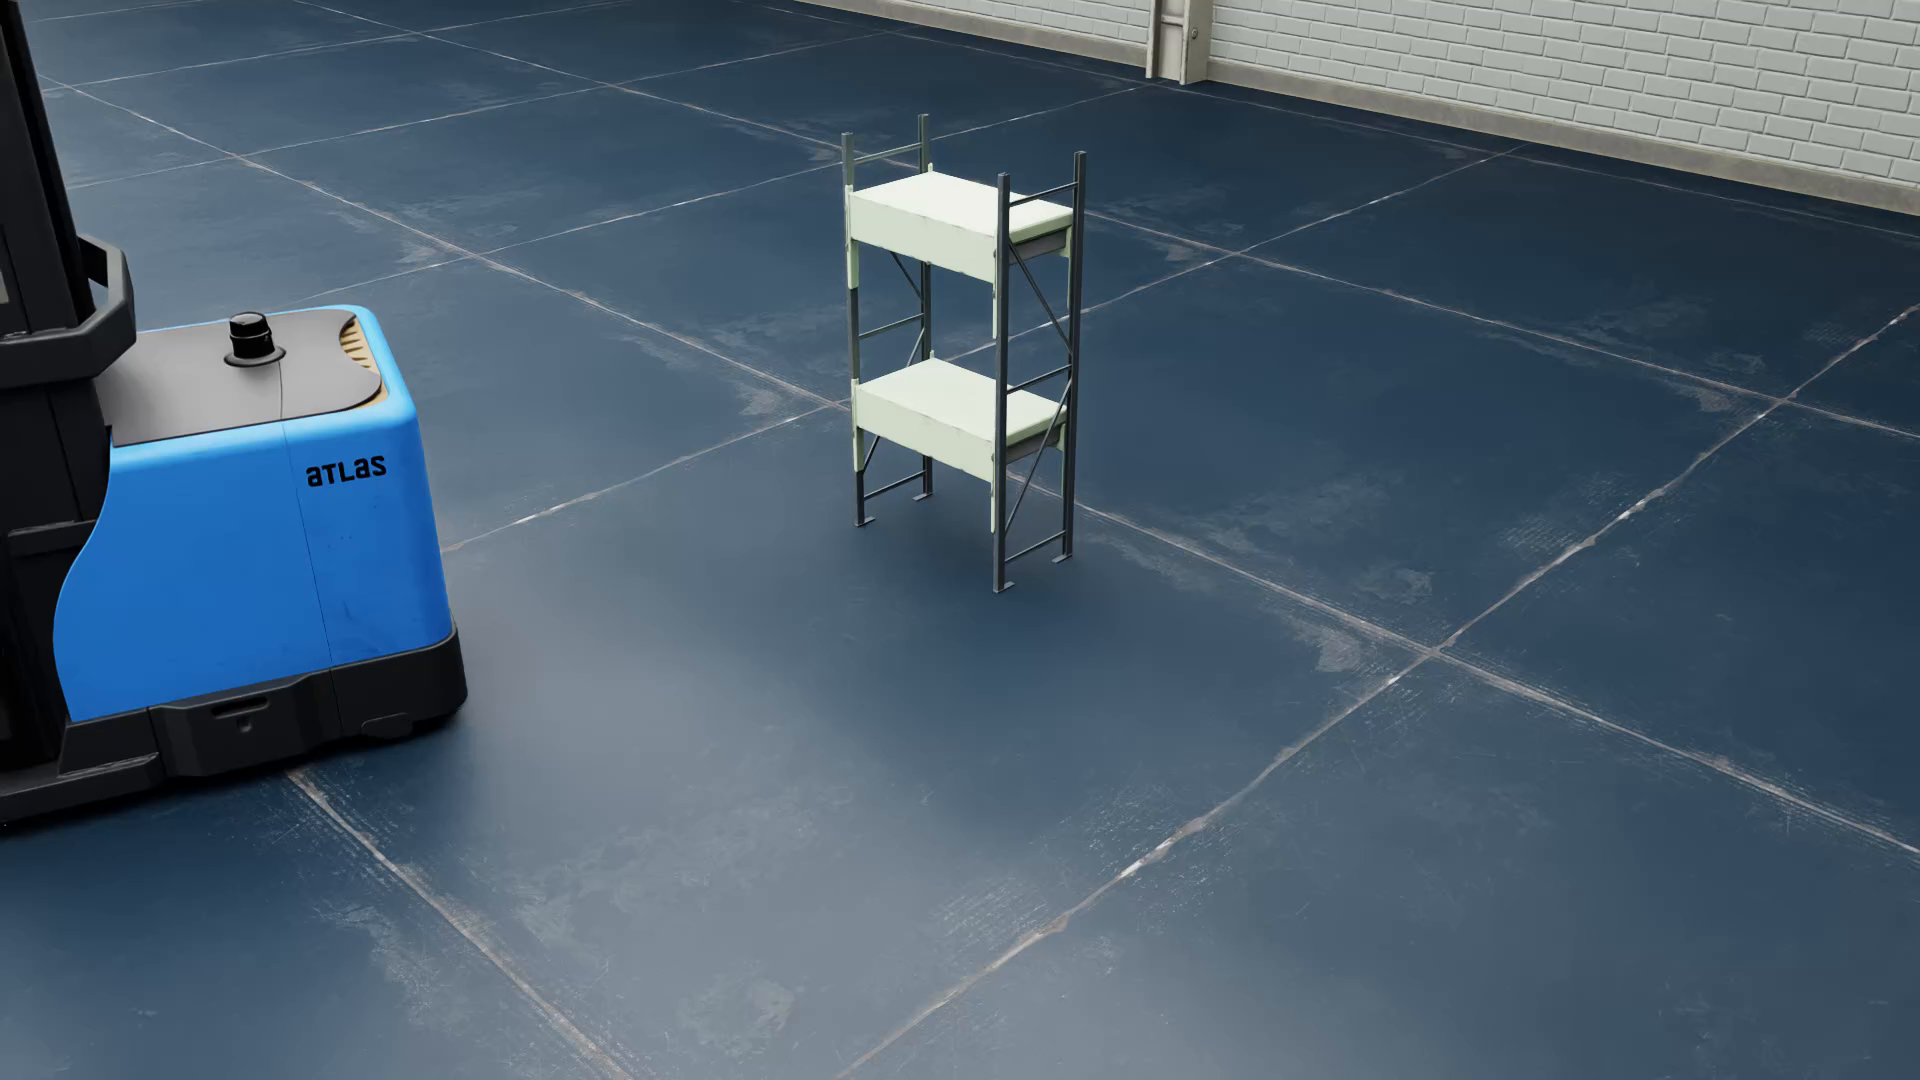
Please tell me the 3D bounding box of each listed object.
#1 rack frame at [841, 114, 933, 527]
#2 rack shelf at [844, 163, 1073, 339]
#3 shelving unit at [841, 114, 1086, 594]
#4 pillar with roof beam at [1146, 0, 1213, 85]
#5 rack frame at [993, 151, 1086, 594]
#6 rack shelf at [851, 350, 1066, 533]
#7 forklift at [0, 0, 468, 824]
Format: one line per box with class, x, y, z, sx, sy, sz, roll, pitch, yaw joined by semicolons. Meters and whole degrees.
rack frame;-0.256;-0.781;6.124;0.023;1.500;0.400;25;36;38
rack shelf;0.005;-1.007;5.715;0.720;0.370;0.431;25;36;38
shelving unit;0.005;-0.662;5.897;0.755;1.500;0.431;25;36;38
pillar with roof beam;-1.290;-6.237;8.443;0.400;9.000;9.100;25;36;38
rack frame;0.266;-0.542;5.670;0.023;1.500;0.400;25;36;38
rack shelf;0.005;-0.373;6.049;0.720;0.370;0.431;25;36;38
forklift;-3.090;-0.641;4.319;3.031;2.935;1.130;-12;30;-22
